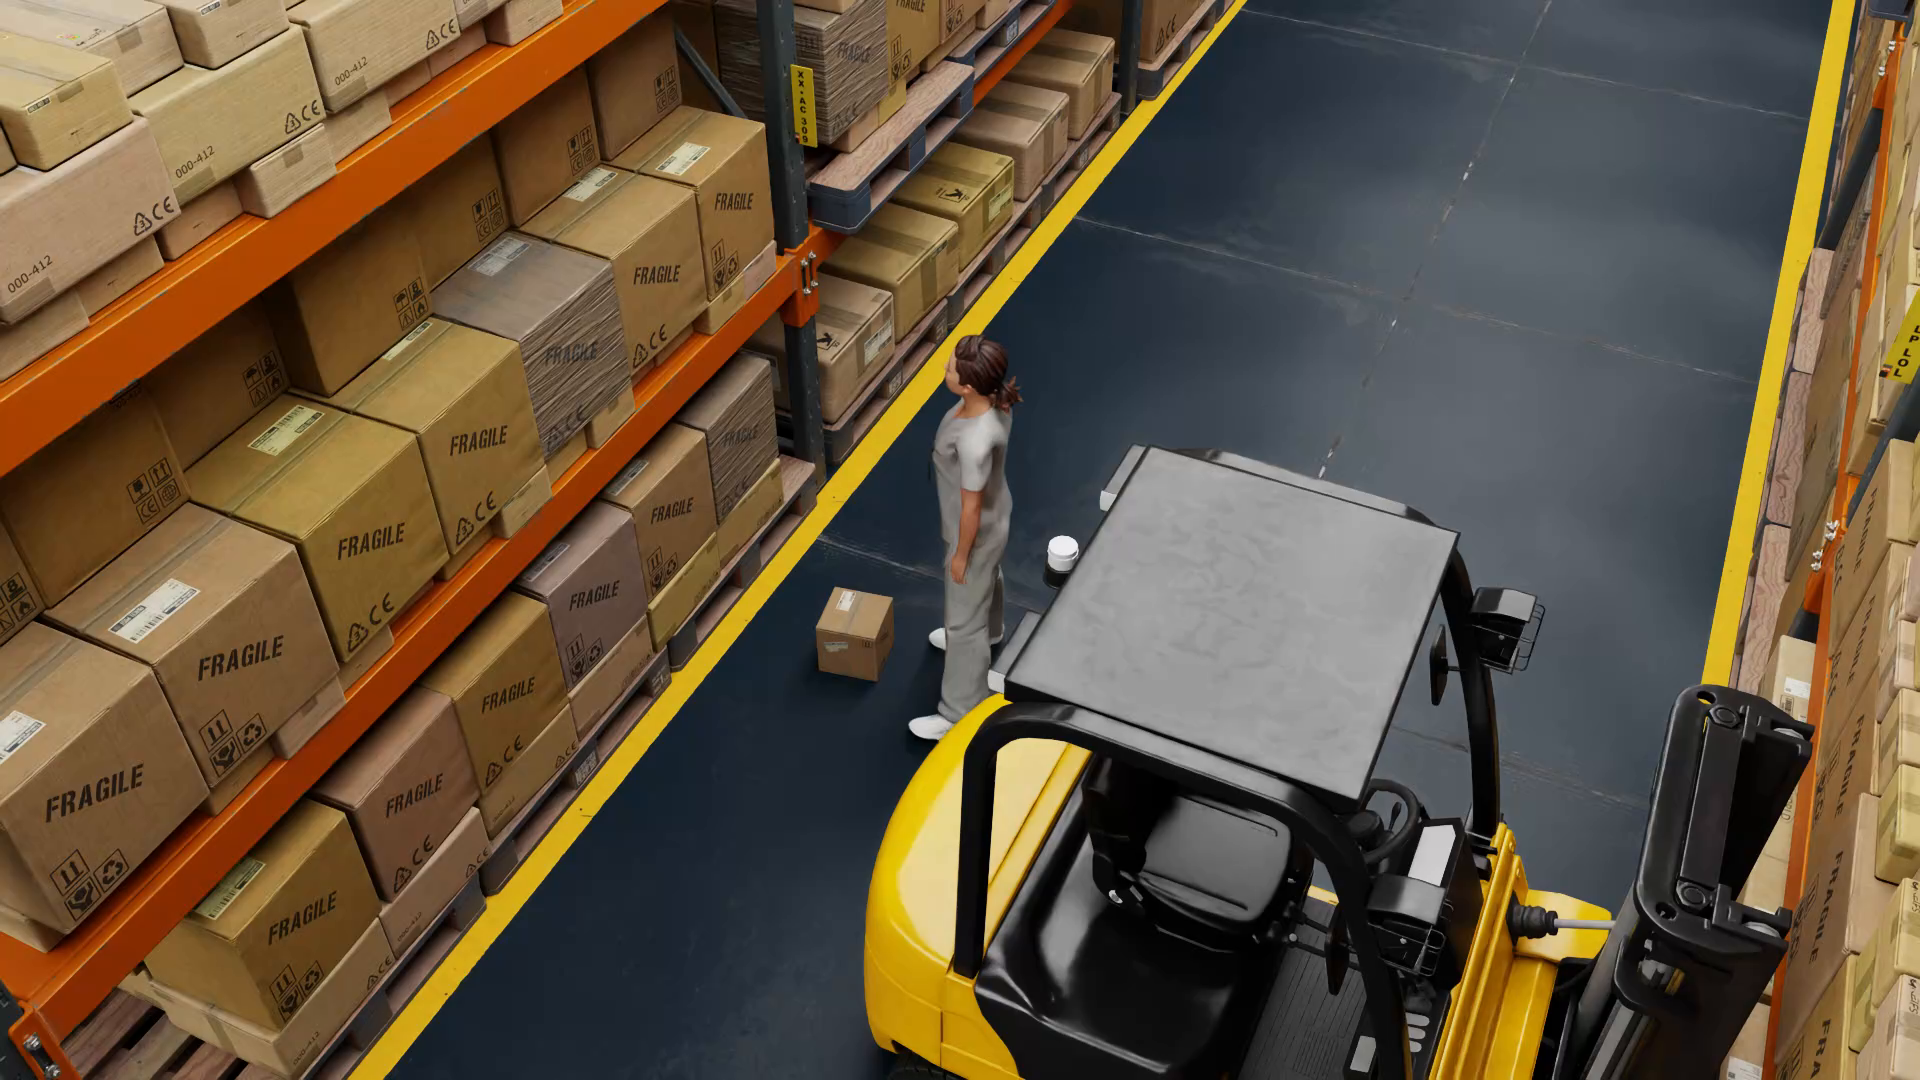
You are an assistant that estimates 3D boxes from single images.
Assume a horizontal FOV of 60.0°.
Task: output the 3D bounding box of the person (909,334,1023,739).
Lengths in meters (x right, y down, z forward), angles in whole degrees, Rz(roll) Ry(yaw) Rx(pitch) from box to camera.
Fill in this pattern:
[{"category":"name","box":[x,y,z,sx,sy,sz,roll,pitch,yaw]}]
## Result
[{"category":"person","box":[0.022,-0.036,6.194,0.394,1.669,0.647,4,42,4]}]
